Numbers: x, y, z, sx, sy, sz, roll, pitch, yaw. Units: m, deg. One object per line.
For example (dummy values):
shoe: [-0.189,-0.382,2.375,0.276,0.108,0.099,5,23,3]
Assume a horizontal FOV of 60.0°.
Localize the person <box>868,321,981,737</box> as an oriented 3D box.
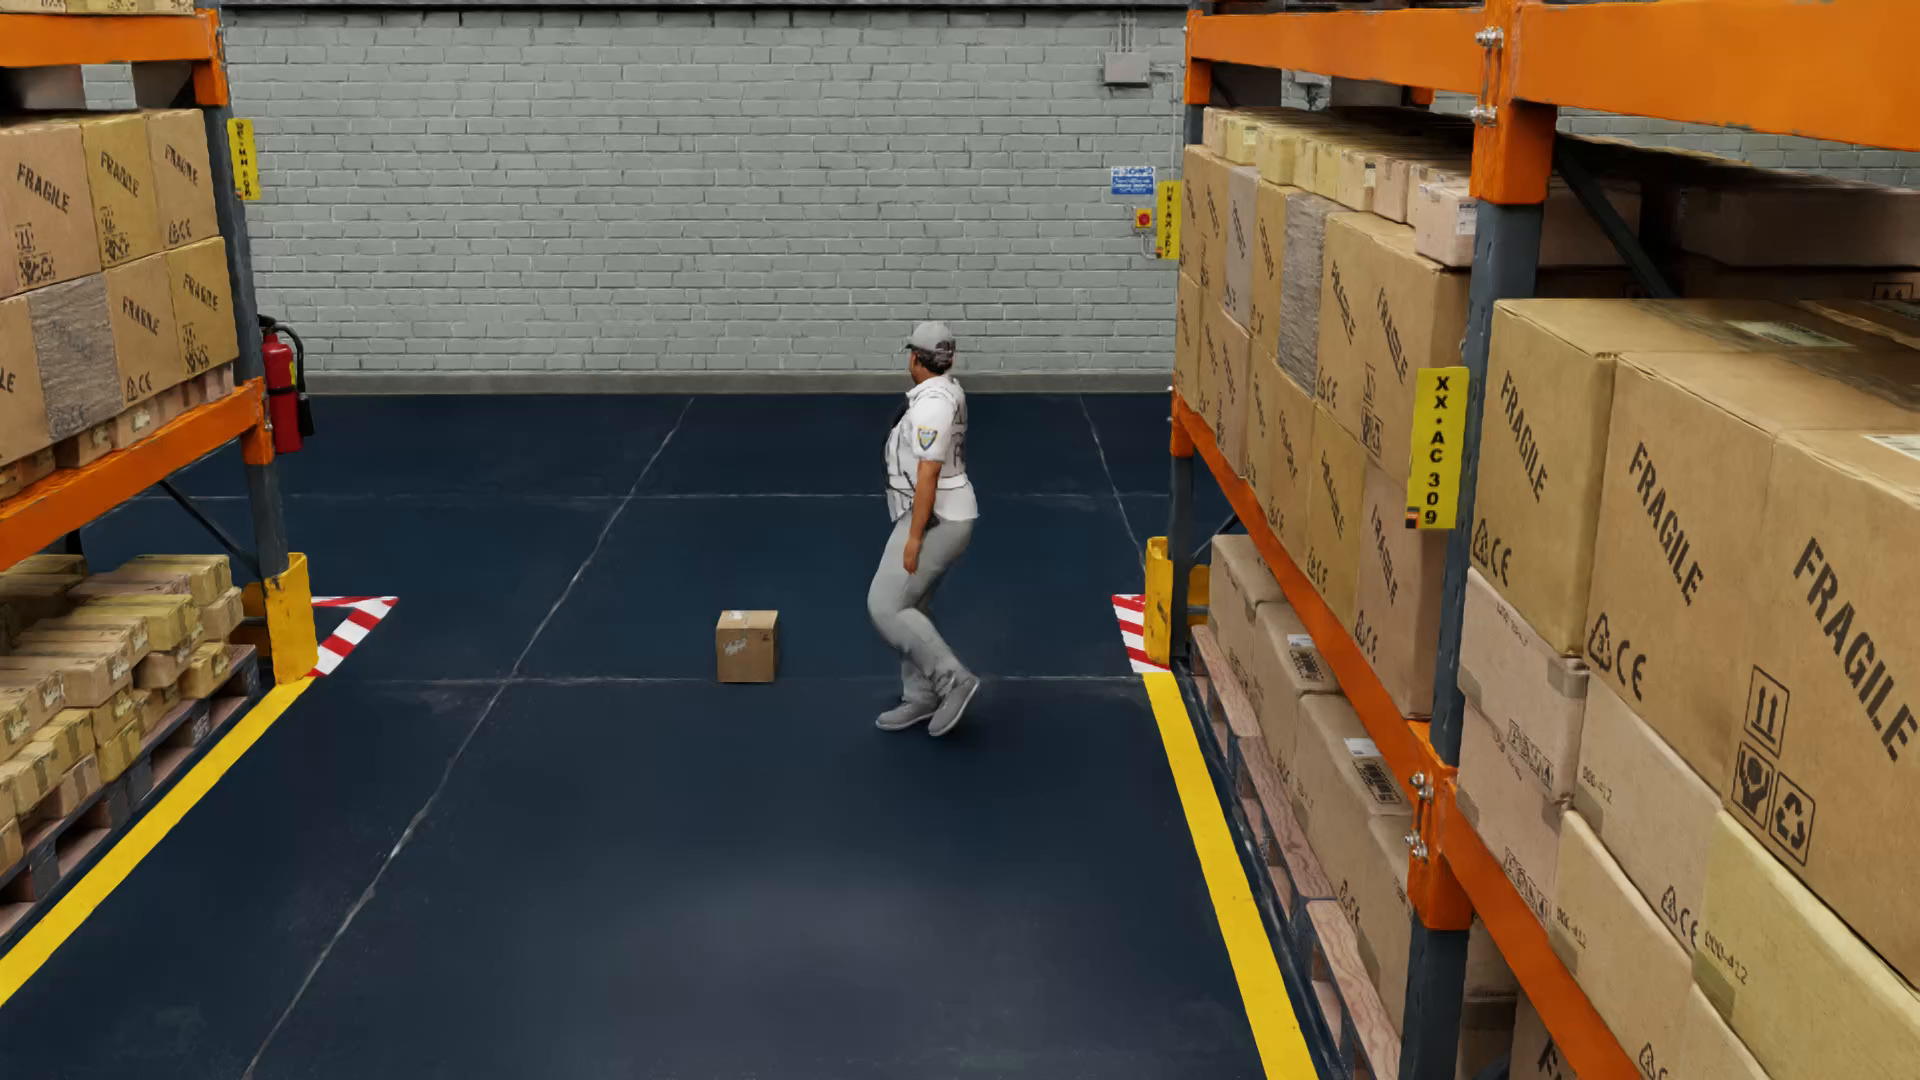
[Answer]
person: [-0.143,-0.042,6.717,0.454,1.644,0.632,0,17,-1]
